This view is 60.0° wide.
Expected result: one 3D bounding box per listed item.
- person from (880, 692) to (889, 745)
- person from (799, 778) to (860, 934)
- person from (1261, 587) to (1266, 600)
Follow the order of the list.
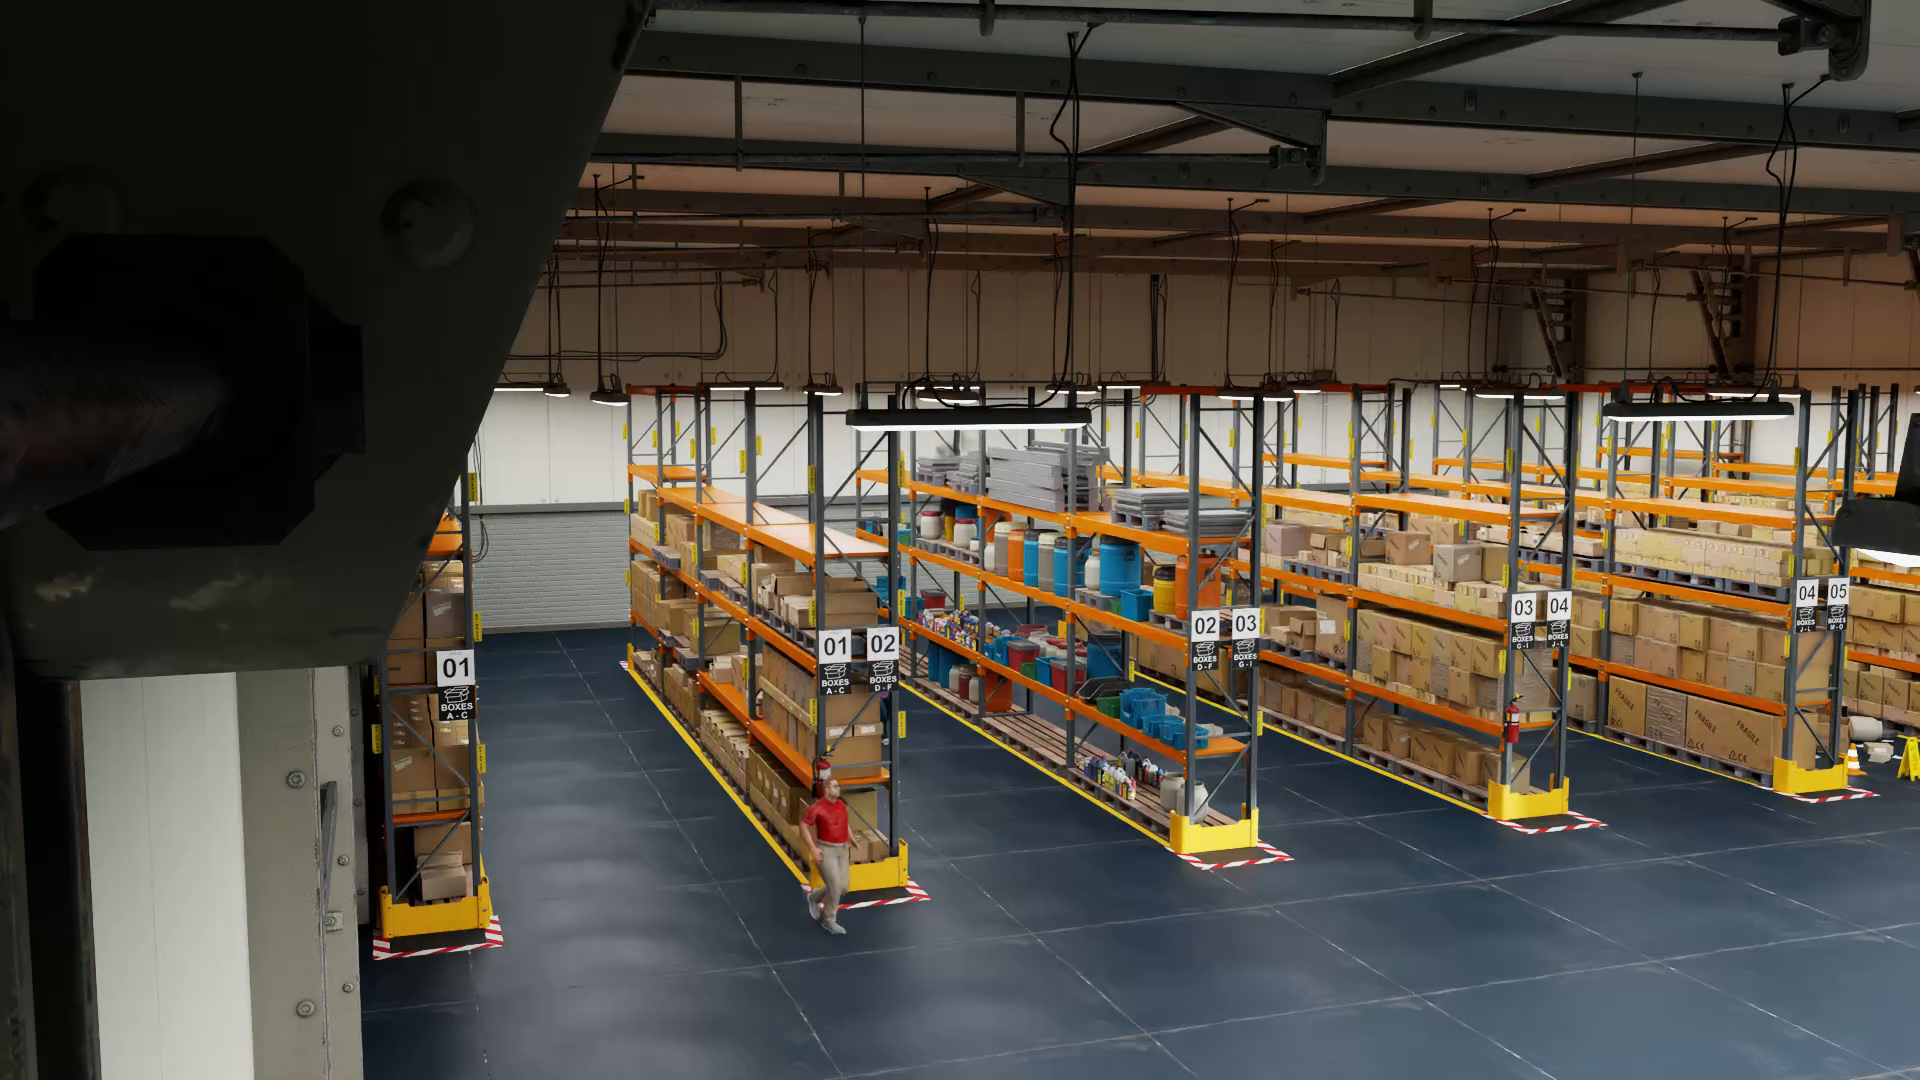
[{"bbox_3d":[-1.308,2.642,27.993,0.538,1.546,0.608,-2,6,-23],"label":"person"},{"bbox_3d":[-1.455,3.564,18.885,0.622,1.691,0.718,4,7,37],"label":"person"},{"bbox_3d":[7.382,1.198,41.477,0.800,1.741,0.789,2,6,17],"label":"person"}]
